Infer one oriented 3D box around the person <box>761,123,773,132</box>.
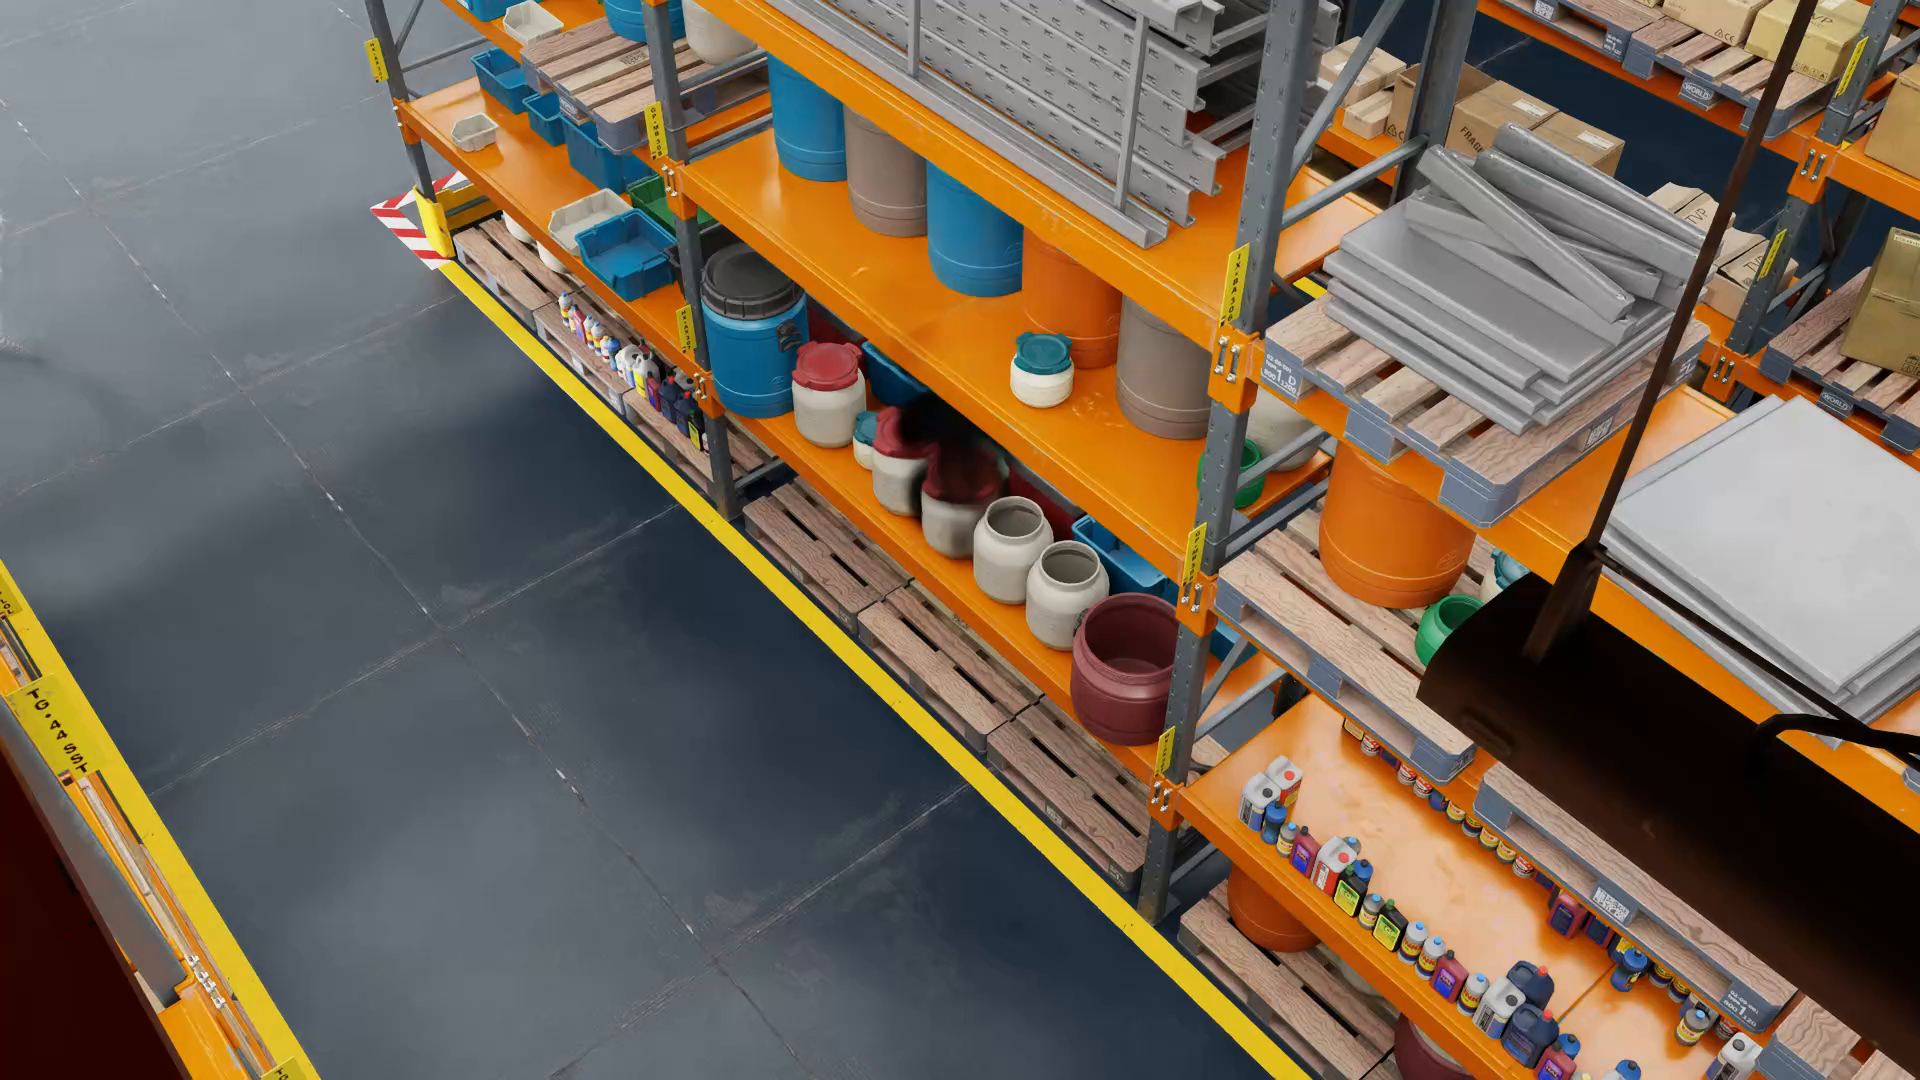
[{"bbox_3d":[-1.212,-2.903,12.620,0.796,1.688,0.570,32,54,26],"label":"person"}]
